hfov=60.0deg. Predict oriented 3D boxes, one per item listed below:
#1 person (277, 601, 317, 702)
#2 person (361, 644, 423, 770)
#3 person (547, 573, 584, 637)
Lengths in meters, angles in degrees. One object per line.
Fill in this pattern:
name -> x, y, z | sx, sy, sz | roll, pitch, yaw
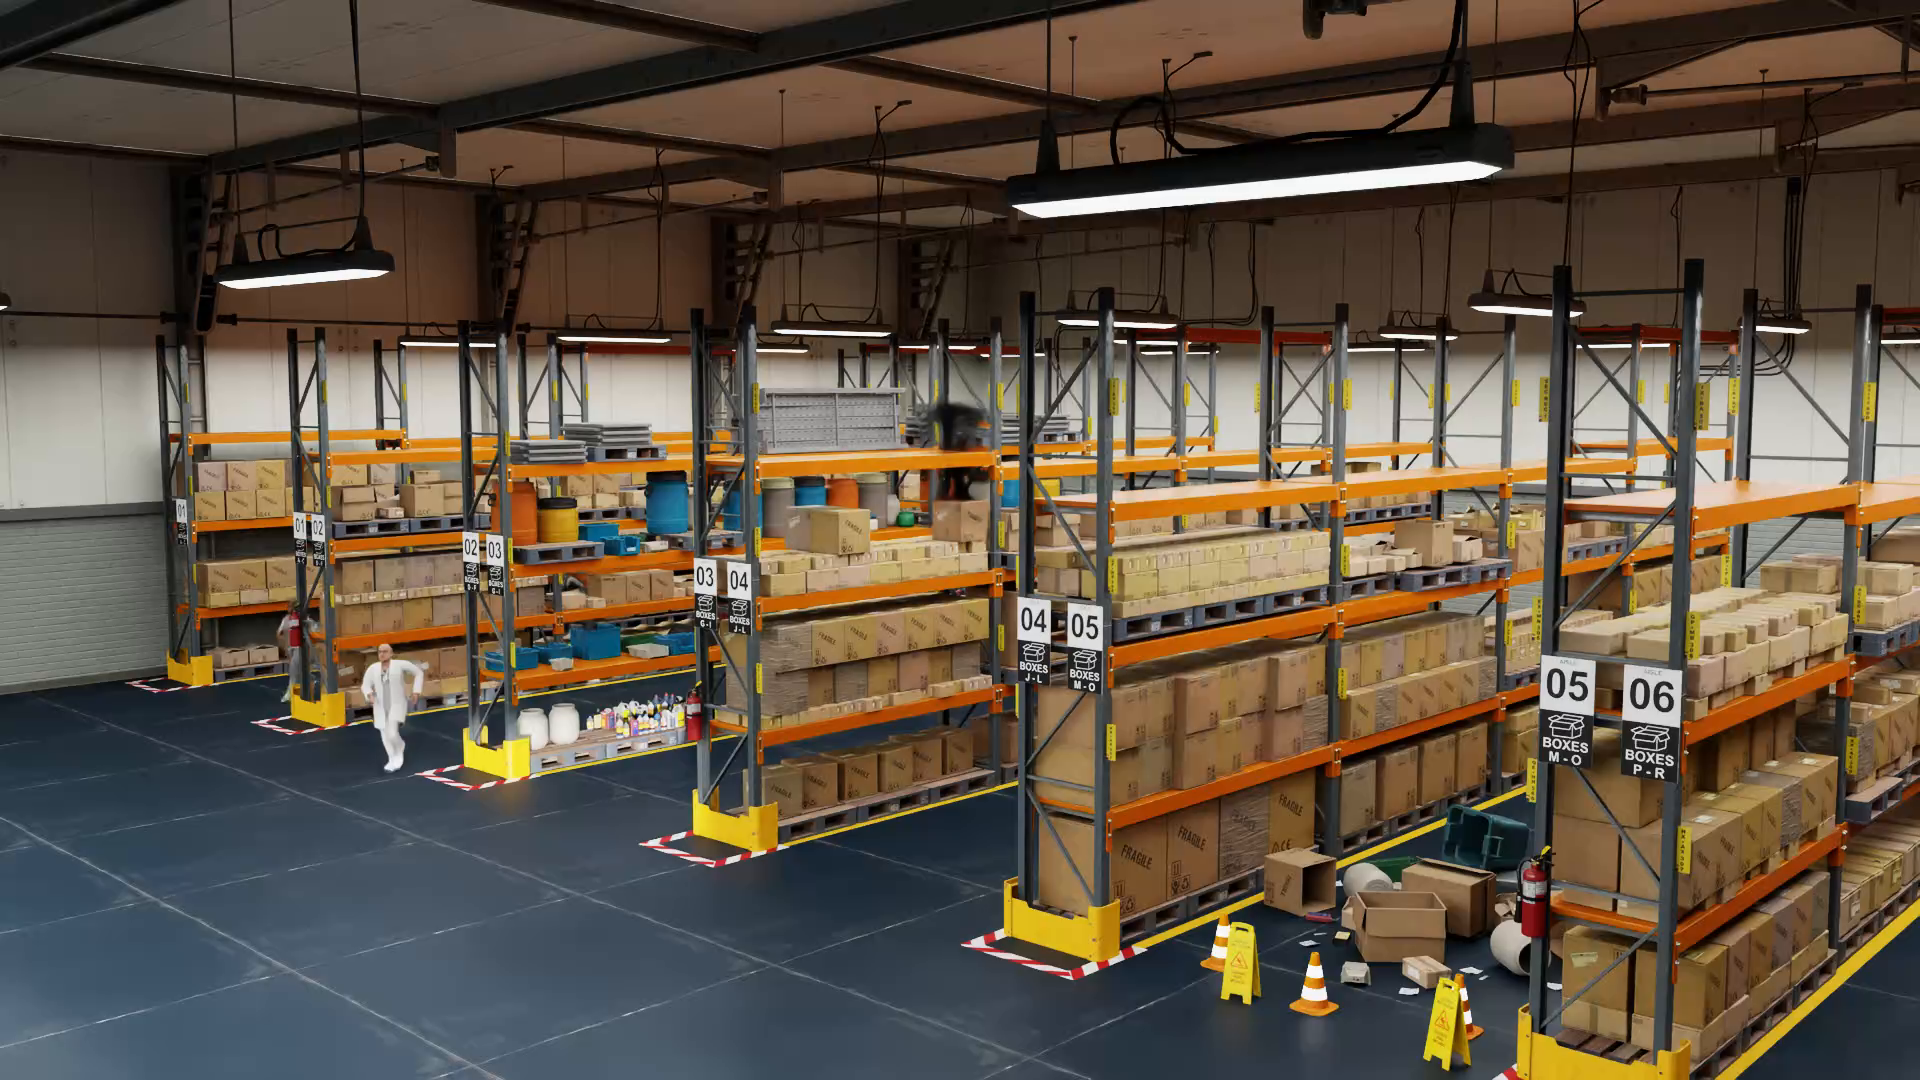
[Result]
person -> -10.868, 1.798, 27.264 | 0.505, 1.581, 0.861 | 2, 6, 20
person -> -7.525, 2.227, 21.979 | 0.721, 1.733, 0.836 | 0, 5, 4
person -> -7.586, 1.325, 31.822 | 0.599, 1.774, 0.834 | 4, 7, 38
